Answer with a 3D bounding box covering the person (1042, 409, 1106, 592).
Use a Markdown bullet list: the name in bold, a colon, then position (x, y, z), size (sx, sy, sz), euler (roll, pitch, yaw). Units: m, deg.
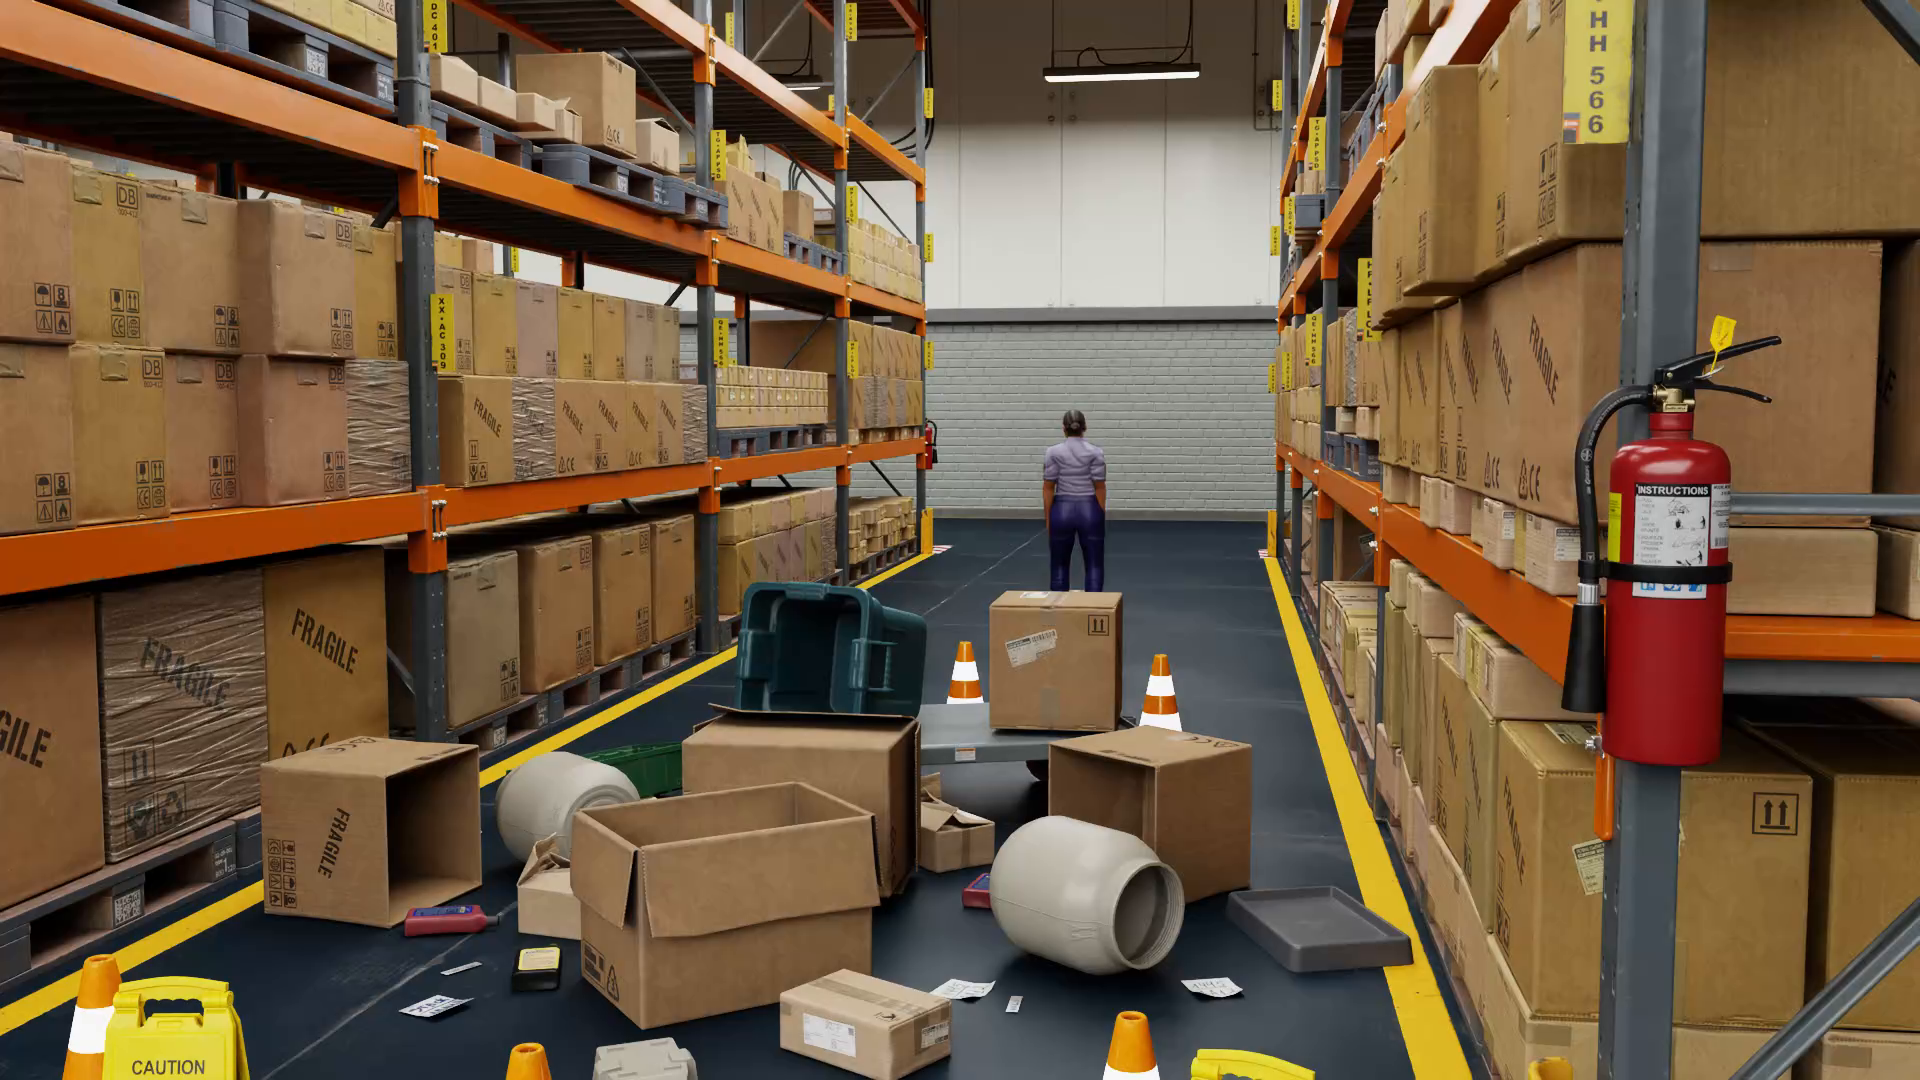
- **person**: position (0.841, -0.130, 12.216), size (0.470, 1.653, 0.342), euler (1, 5, 10)
